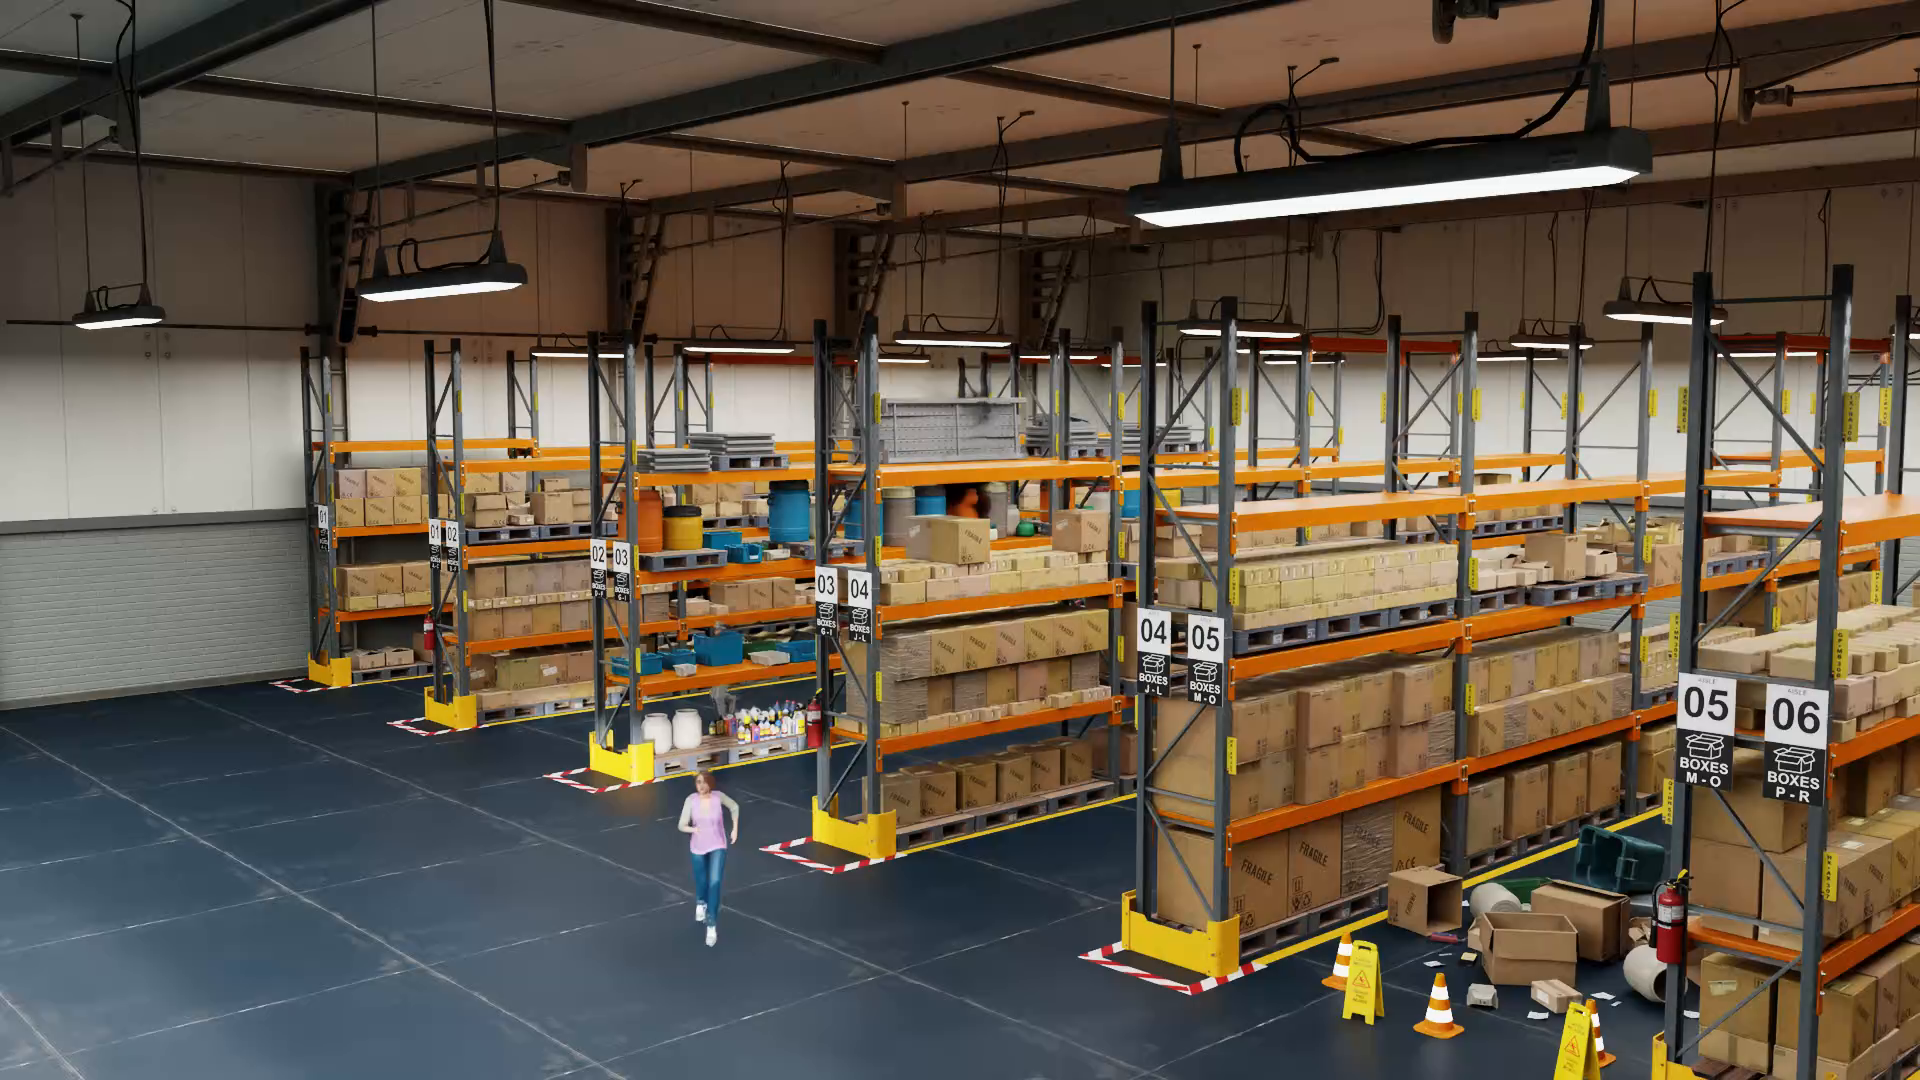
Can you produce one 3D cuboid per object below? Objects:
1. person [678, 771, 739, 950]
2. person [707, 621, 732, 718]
[{"bbox_3d":[-2.388,2.977,15.831,0.549,1.627,0.852,0,5,-2],"label":"person"},{"bbox_3d":[-3.715,2.069,25.959,0.601,1.637,0.583,4,6,36],"label":"person"}]
